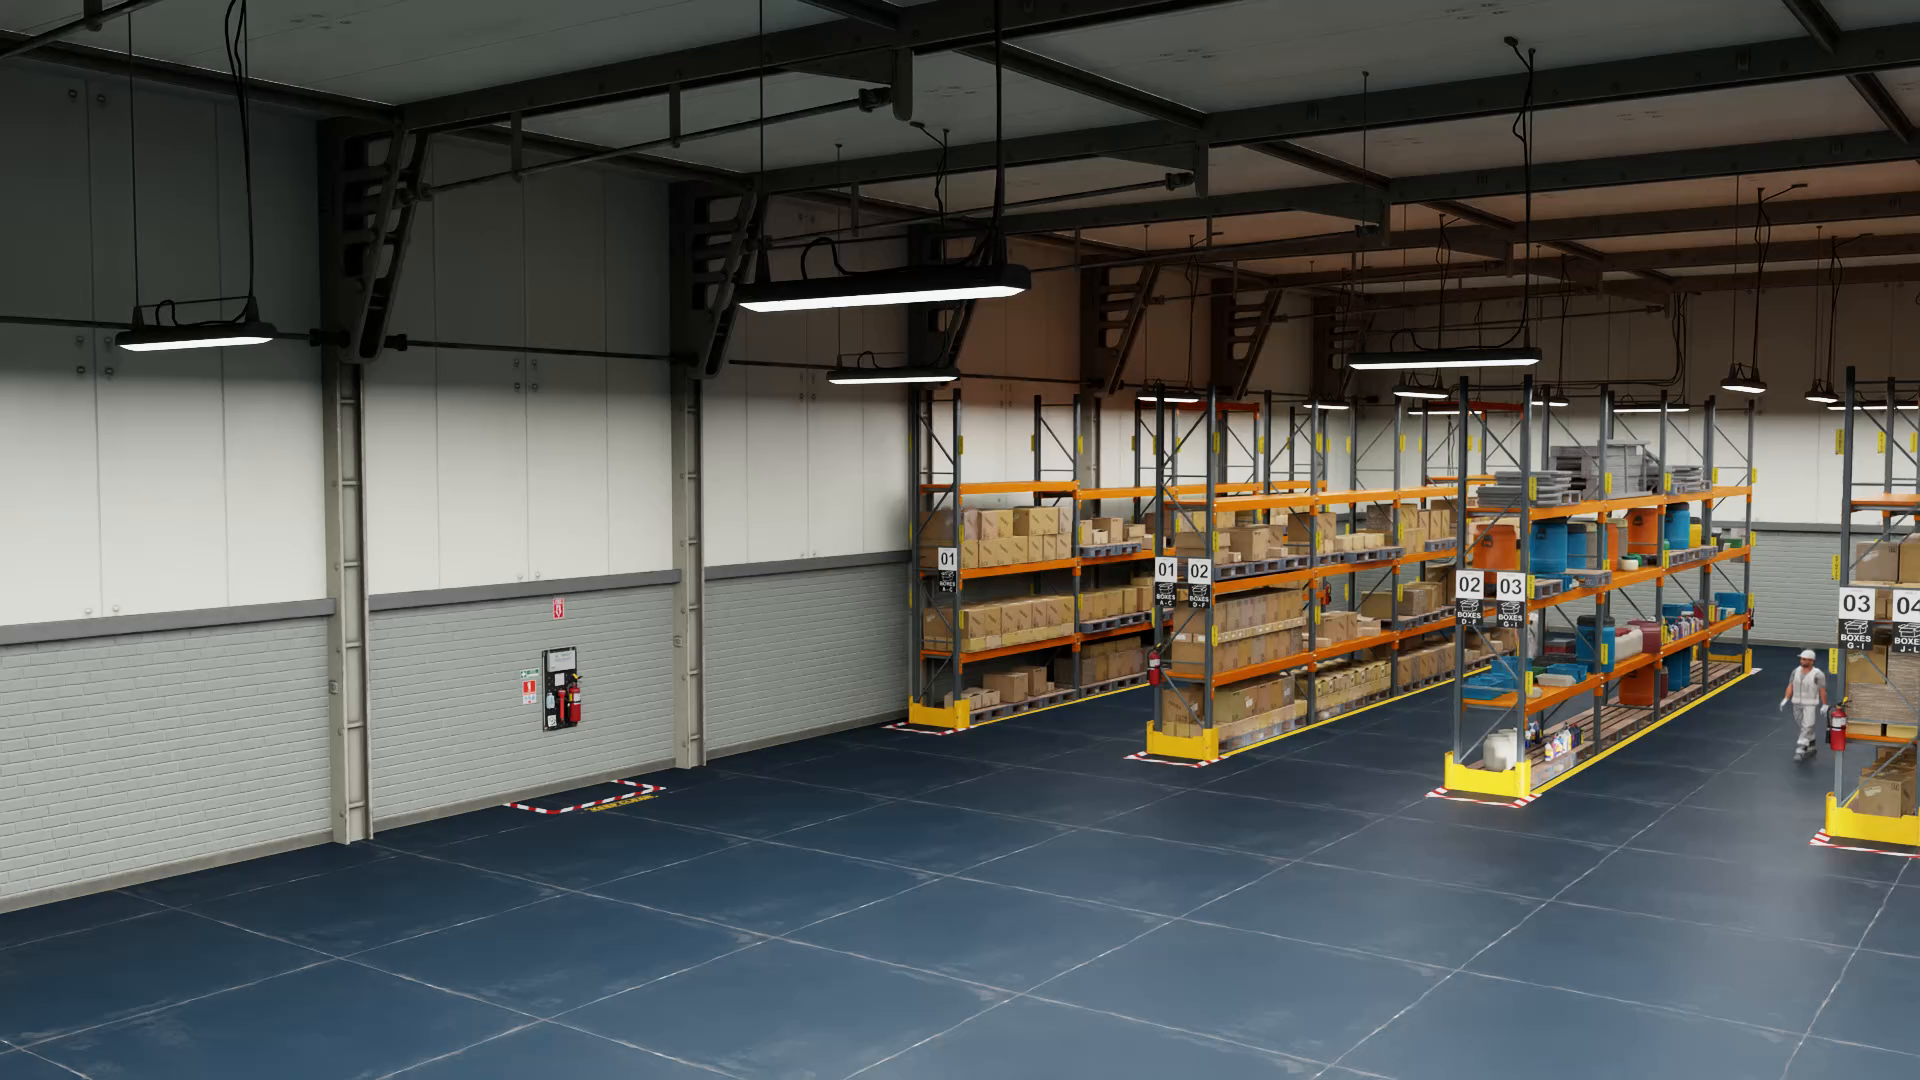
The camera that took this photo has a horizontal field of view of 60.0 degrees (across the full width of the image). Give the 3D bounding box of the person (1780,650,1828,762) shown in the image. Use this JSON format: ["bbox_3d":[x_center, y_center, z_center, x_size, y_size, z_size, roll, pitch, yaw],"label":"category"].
[{"bbox_3d":[13.358,2.603,26.371,1.049,1.718,0.649,-2,4,-35],"label":"person"}]

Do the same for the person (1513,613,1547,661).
[{"bbox_3d":[12.163,2.144,35.467,0.723,1.683,0.704,-3,5,-44],"label":"person"}]
